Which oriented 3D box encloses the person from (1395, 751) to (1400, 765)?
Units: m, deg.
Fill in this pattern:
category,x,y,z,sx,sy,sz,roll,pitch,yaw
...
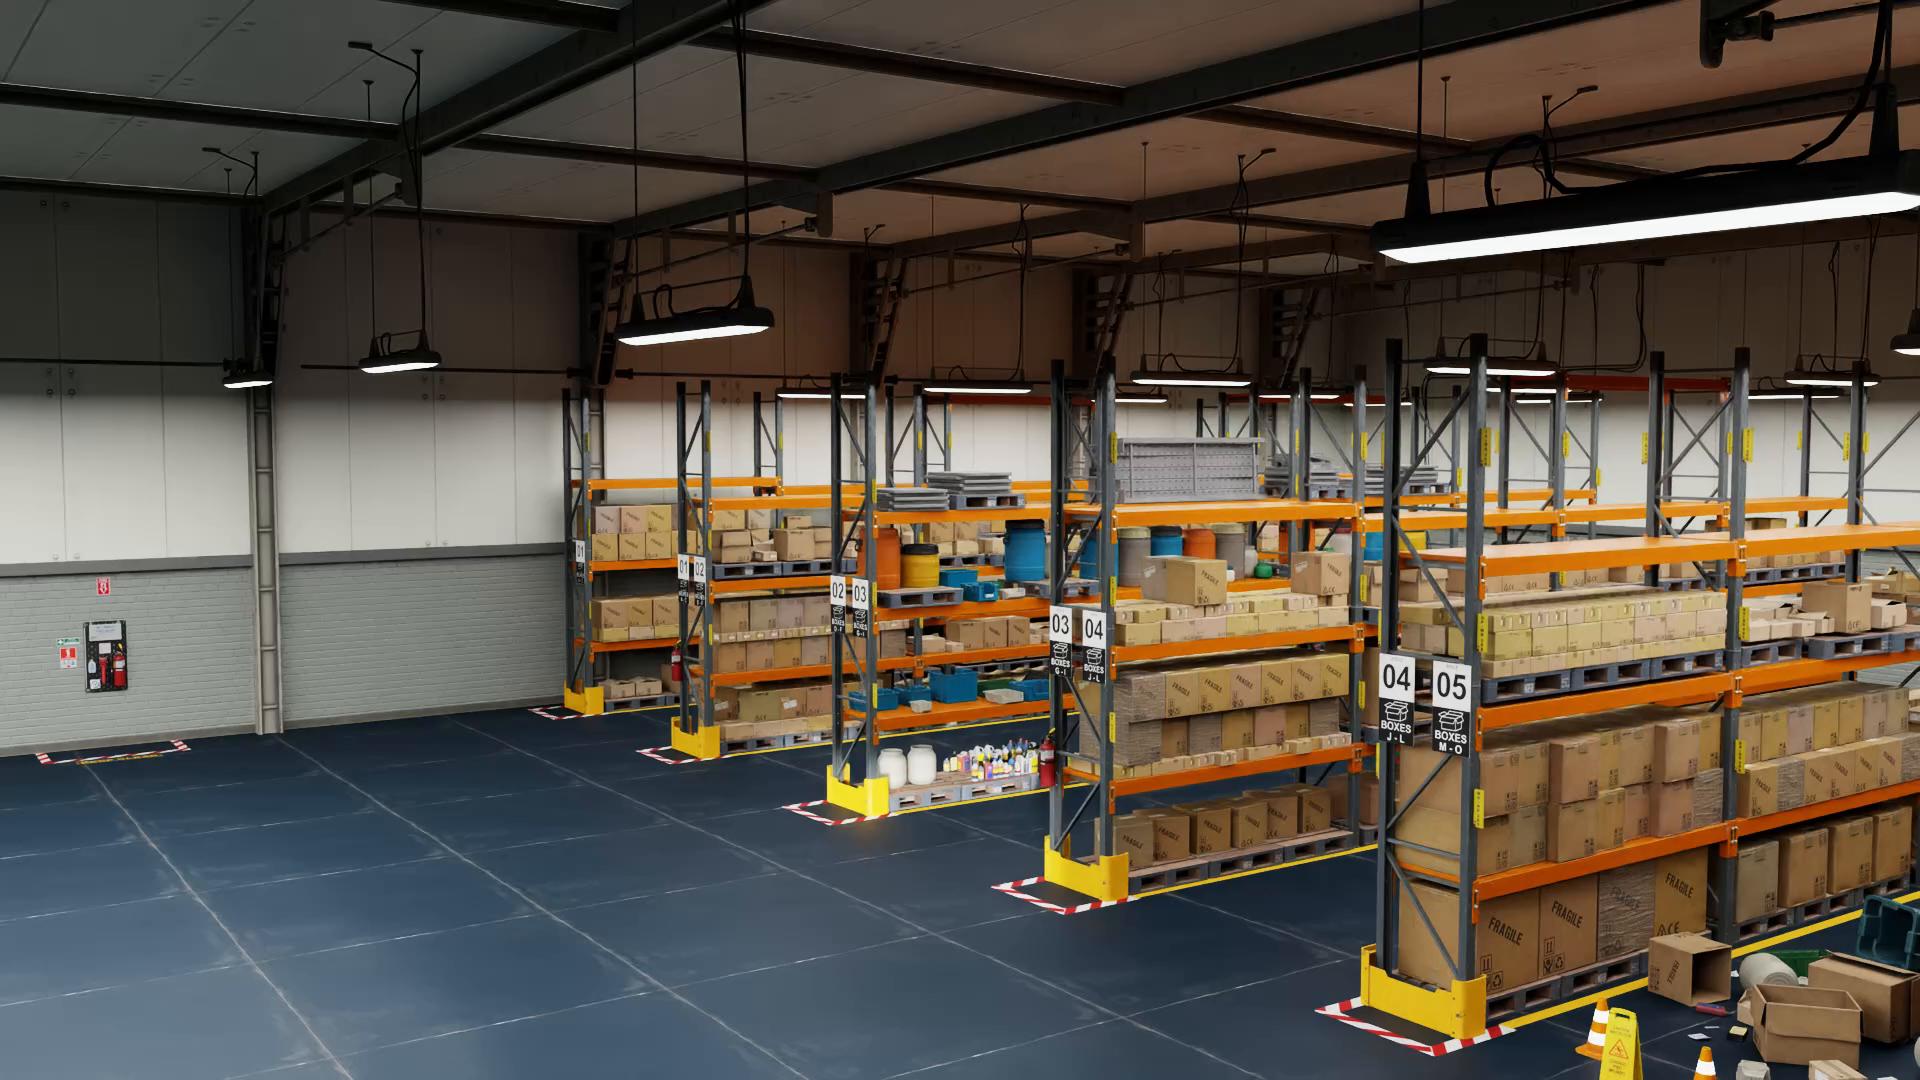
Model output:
category,x,y,z,sx,sy,sz,roll,pitch,yaw
person,6.520,2.685,24.645,0.592,1.785,0.406,2,4,25
